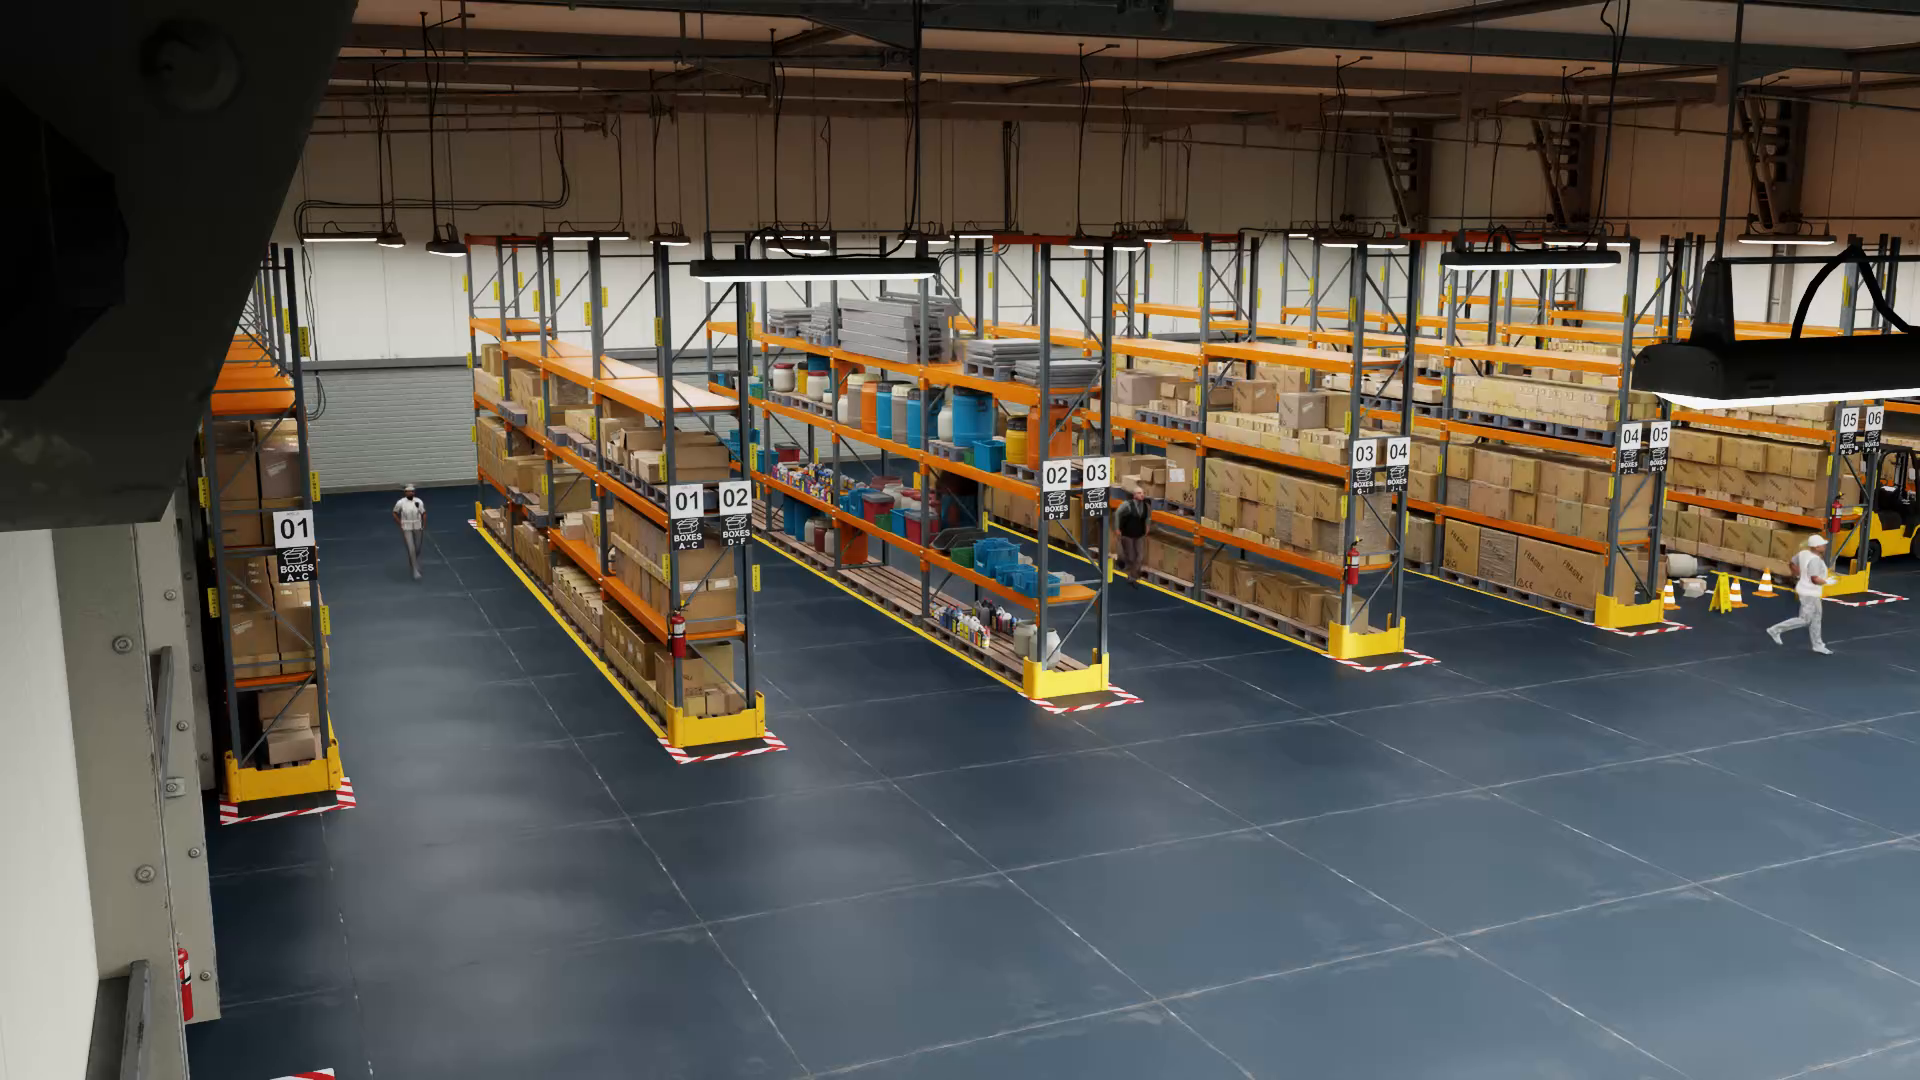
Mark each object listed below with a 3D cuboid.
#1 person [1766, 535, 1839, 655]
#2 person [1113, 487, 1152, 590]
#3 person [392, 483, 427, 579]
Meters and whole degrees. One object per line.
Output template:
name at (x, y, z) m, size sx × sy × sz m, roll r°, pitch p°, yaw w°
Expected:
person at (12.378, 0.808, 24.339) m, size 0.949 × 1.806 × 0.690 m, roll 3°, pitch 11°, yaw 16°
person at (2.832, -0.060, 27.613) m, size 0.630 × 1.697 × 0.706 m, roll -4°, pitch 12°, yaw -22°
person at (-9.837, -0.189, 29.800) m, size 0.578 × 1.686 × 0.792 m, roll -6°, pitch 13°, yaw -29°
